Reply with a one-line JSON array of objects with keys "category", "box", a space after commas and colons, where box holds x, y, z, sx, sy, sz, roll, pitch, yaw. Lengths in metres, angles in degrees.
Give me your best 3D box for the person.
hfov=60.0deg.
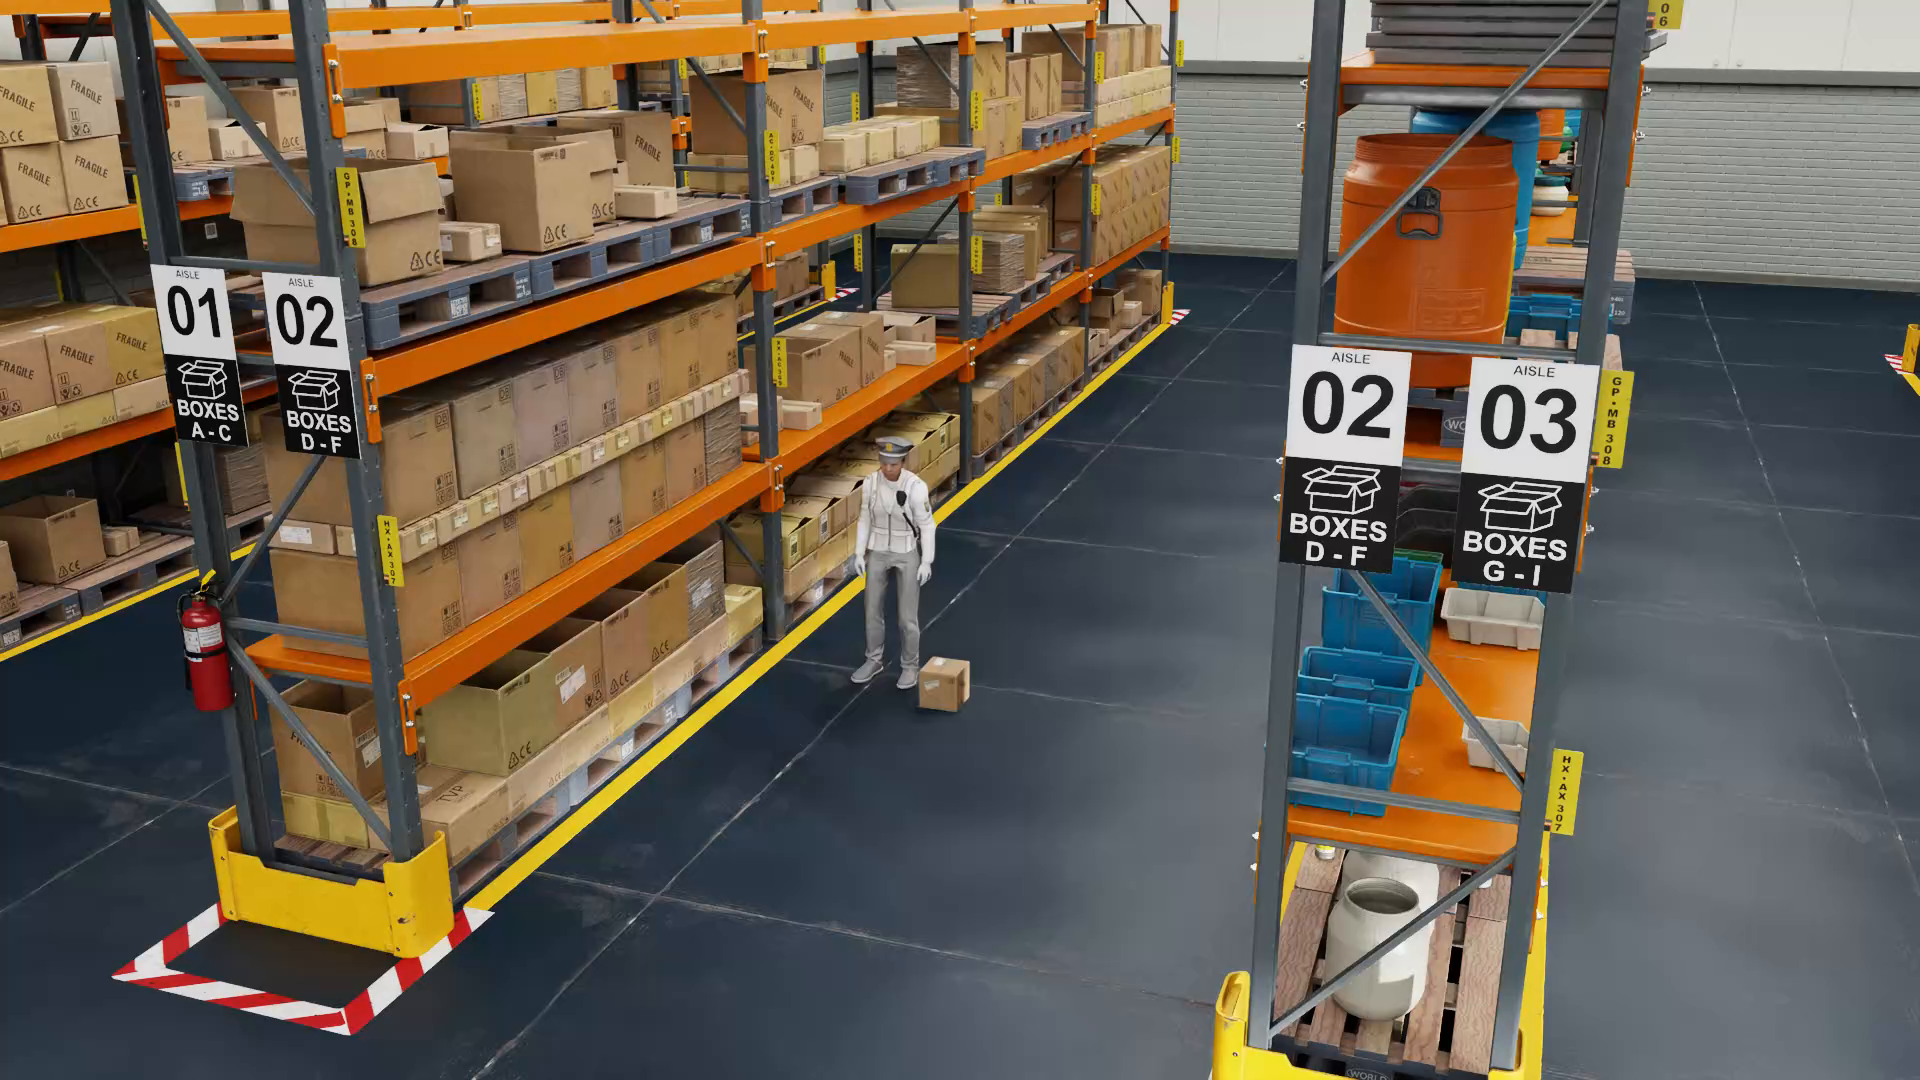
[{"category": "person", "box": [-0.425, 0.126, 10.687, 0.540, 1.662, 0.374, 6, 20, 16]}]
